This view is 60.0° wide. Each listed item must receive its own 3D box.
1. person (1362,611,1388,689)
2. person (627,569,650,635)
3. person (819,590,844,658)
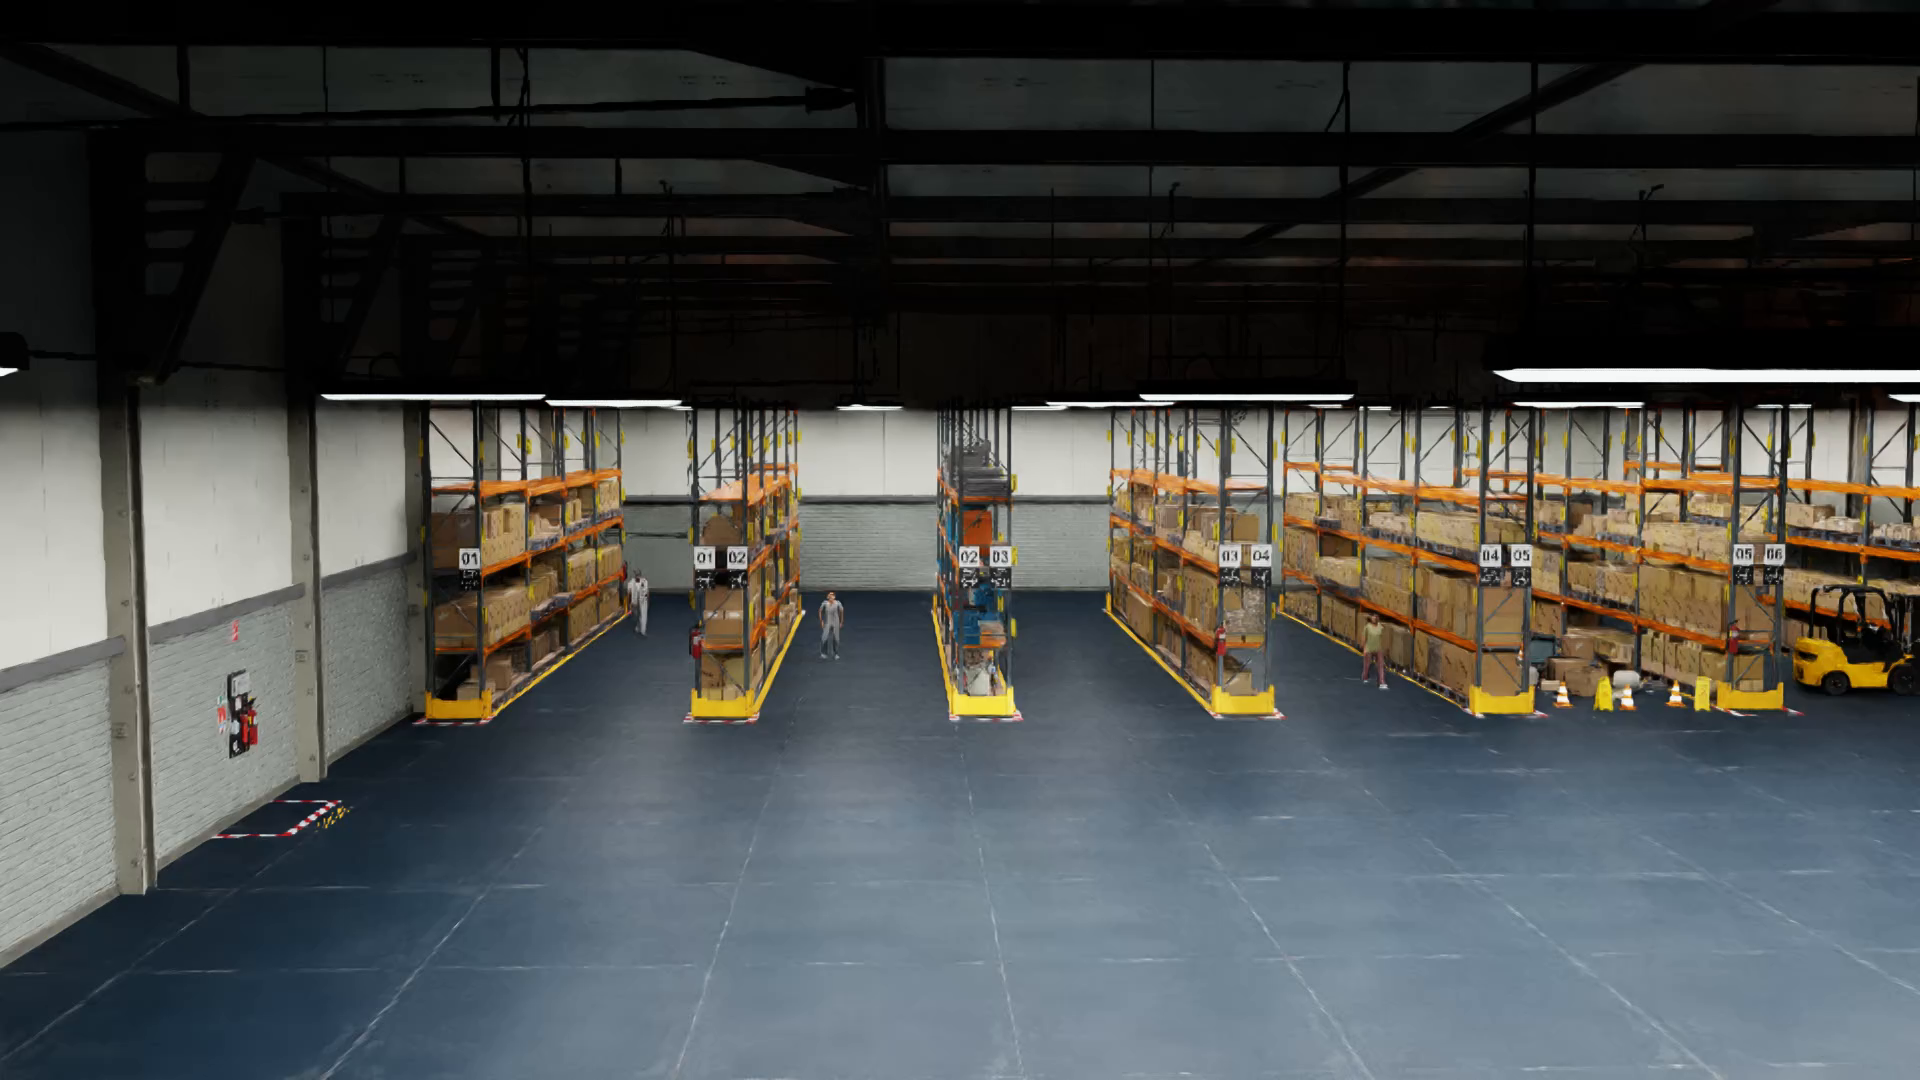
[{"bbox_3d":[8.555,2.252,34.447,0.448,1.590,1.110,0,4,0],"label":"person"},{"bbox_3d":[-8.255,1.570,42.644,0.547,1.670,1.114,0,4,-4],"label":"person"},{"bbox_3d":[-2.984,1.945,38.544,0.580,1.618,0.507,0,4,-4],"label":"person"}]
